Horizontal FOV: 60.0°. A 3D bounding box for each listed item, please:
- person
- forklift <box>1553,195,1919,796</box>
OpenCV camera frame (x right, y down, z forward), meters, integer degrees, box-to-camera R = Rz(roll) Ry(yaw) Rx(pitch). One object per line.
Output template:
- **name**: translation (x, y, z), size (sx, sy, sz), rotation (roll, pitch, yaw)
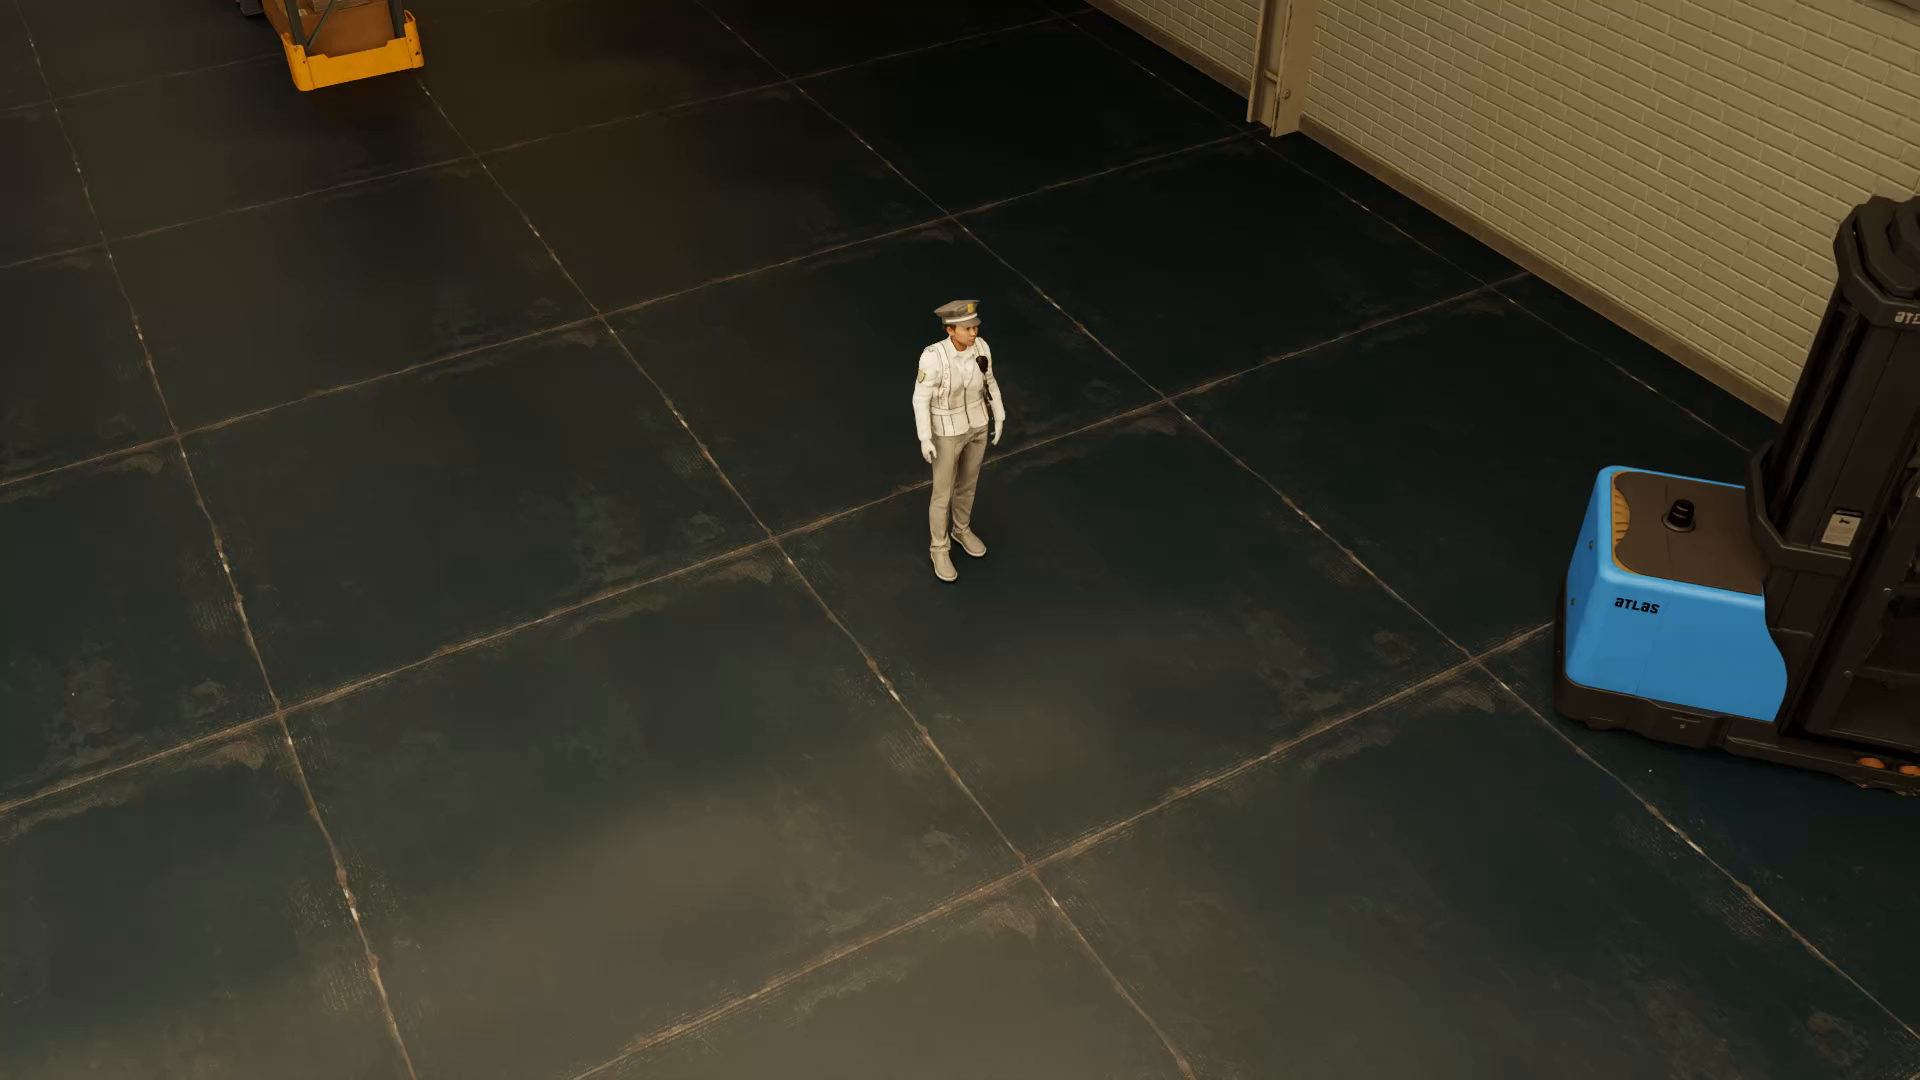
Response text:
- **person**: translation (0.028, -0.619, 9.739), size (0.588, 1.696, 0.533), rotation (-20, 44, -23)
- **forklift**: translation (4.833, -0.167, 8.237), size (3.031, 2.935, 1.130), rotation (11, 41, 13)
